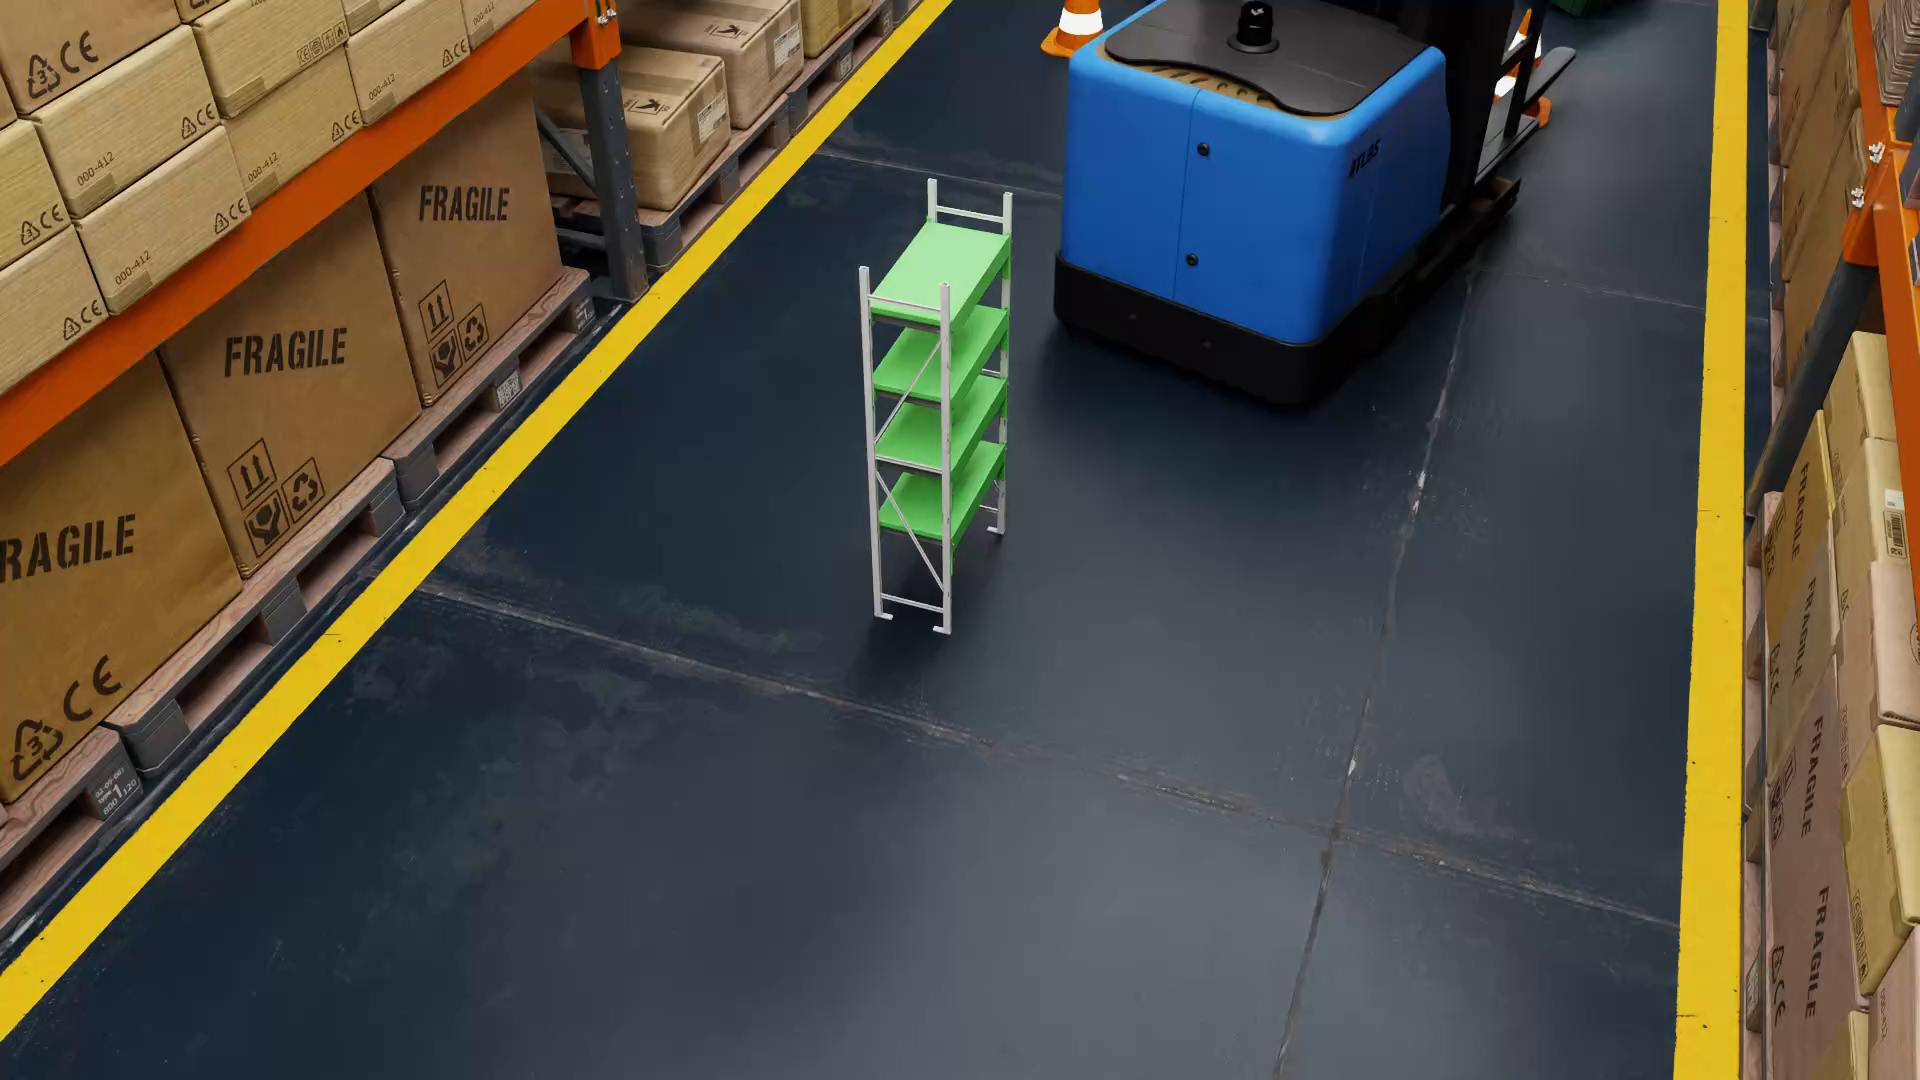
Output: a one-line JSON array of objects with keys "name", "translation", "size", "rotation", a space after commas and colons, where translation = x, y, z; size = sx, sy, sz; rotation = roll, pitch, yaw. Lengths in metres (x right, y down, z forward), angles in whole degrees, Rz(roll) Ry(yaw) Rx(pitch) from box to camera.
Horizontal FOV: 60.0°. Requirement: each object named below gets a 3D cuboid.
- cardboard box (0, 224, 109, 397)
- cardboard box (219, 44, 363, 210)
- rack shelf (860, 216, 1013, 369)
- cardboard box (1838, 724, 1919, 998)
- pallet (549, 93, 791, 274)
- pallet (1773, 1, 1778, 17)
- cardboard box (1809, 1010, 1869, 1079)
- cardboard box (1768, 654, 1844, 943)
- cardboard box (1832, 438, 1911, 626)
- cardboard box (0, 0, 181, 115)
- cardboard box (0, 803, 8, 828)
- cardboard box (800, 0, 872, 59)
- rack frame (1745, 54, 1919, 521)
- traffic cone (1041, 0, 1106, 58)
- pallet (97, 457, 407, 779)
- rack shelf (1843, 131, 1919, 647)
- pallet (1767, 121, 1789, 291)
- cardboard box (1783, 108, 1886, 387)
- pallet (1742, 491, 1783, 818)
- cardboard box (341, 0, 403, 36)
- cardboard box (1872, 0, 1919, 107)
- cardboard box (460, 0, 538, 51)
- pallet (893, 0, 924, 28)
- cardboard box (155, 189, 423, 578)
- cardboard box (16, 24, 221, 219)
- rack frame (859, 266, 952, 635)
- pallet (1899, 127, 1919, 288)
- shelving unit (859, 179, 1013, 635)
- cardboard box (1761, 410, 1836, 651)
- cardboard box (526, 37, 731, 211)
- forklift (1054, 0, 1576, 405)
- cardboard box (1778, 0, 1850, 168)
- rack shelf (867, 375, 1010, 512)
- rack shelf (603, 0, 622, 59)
[{"name": "cardboard box", "translation": [-2.283, -0.511, 3.654], "size": [0.500, 0.250, 0.500], "rotation": [13, 42, 15]}, {"name": "cardboard box", "translation": [-1.955, -1.132, 4.381], "size": [0.500, 0.250, 0.500], "rotation": [13, 42, 15]}, {"name": "rack shelf", "translation": [-0.057, -0.672, 4.472], "size": [0.258, 0.148, 0.480], "rotation": [13, 42, 15]}, {"name": "cardboard box", "translation": [2.012, 0.663, 3.187], "size": [0.500, 0.250, 0.500], "rotation": [12, 42, 13]}, {"name": "pallet", "translation": [-1.410, -1.589, 6.950], "size": [1.003, 0.211, 1.213], "rotation": [13, 42, 15]}, {"name": "pallet", "translation": [4.709, -2.962, 8.559], "size": [1.003, 0.211, 1.213], "rotation": [13, 42, 15]}, {"name": "cardboard box", "translation": [1.832, 1.274, 3.048], "size": [0.500, 0.500, 0.500], "rotation": [12, 42, 14]}, {"name": "cardboard box", "translation": [2.186, 0.651, 3.778], "size": [0.500, 0.500, 0.500], "rotation": [12, 42, 14]}, {"name": "cardboard box", "translation": [2.371, 0.046, 3.910], "size": [0.500, 0.250, 0.500], "rotation": [13, 42, 15]}, {"name": "cardboard box", "translation": [-2.134, -1.295, 3.610], "size": [0.500, 0.500, 0.500], "rotation": [13, 42, 14]}, {"name": "cardboard box", "translation": [-2.910, 0.519, 3.644], "size": [0.875, 0.875, 0.875], "rotation": [15, 43, 16]}, {"name": "cardboard box", "translation": [-0.967, -2.589, 7.675], "size": [0.950, 0.372, 0.625], "rotation": [15, 43, 17]}, {"name": "rack frame", "translation": [3.007, -1.136, 4.271], "size": [1.000, 3.000, 0.127], "rotation": [13, 42, 15]}, {"name": "traffic cone", "translation": [0.580, -2.581, 7.919], "size": [0.336, 0.463, 0.334], "rotation": [13, 42, 15]}, {"name": "pallet", "translation": [-2.438, 0.093, 4.978], "size": [1.003, 0.211, 1.213], "rotation": [13, 42, 15]}, {"name": "rack shelf", "translation": [2.323, 0.357, 3.075], "size": [1.077, 0.370, 4.000], "rotation": [13, 42, 15]}, {"name": "pallet", "translation": [3.766, -1.281, 6.589], "size": [1.003, 0.211, 1.213], "rotation": [13, 42, 15]}, {"name": "cardboard box", "translation": [3.300, -0.792, 5.277], "size": [1.050, 0.750, 0.750], "rotation": [13, 42, 14]}, {"name": "pallet", "translation": [2.739, 0.401, 4.618], "size": [1.003, 0.211, 1.213], "rotation": [13, 42, 15]}, {"name": "cardboard box", "translation": [-1.778, -1.641, 4.593], "size": [0.500, 0.250, 0.500], "rotation": [12, 42, 14]}, {"name": "cardboard box", "translation": [2.909, -1.509, 4.630], "size": [0.500, 0.500, 0.500], "rotation": [13, 42, 15]}, {"name": "cardboard box", "translation": [-1.608, -1.750, 5.106], "size": [0.500, 0.250, 0.500], "rotation": [12, 42, 14]}, {"name": "pallet", "translation": [-0.576, -3.077, 8.694], "size": [1.003, 0.211, 1.213], "rotation": [13, 42, 15]}, {"name": "cardboard box", "translation": [-2.302, -0.579, 4.931], "size": [0.875, 0.875, 0.875], "rotation": [14, 42, 16]}, {"name": "cardboard box", "translation": [-2.111, -1.008, 3.850], "size": [0.500, 0.250, 0.500], "rotation": [12, 42, 14]}, {"name": "rack frame", "translation": [-0.140, -0.207, 4.568], "size": [0.240, 1.200, 0.015], "rotation": [13, 42, 15]}, {"name": "pallet", "translation": [2.864, -0.605, 3.796], "size": [1.213, 0.211, 1.003], "rotation": [13, 42, 15]}, {"name": "shelving unit", "translation": [-0.057, -0.355, 4.742], "size": [0.258, 1.200, 0.503], "rotation": [13, 42, 15]}, {"name": "cardboard box", "translation": [2.526, 0.030, 4.507], "size": [0.500, 0.500, 0.500], "rotation": [12, 42, 13]}, {"name": "cardboard box", "translation": [-1.476, -1.676, 6.604], "size": [0.950, 0.372, 0.625], "rotation": [11, 42, 12]}, {"name": "forklift", "translation": [1.618, -2.489, 5.909], "size": [1.130, 2.935, 3.031], "rotation": [25, 47, 27]}, {"name": "cardboard box", "translation": [3.914, -1.894, 6.569], "size": [1.050, 0.750, 0.750], "rotation": [13, 42, 15]}, {"name": "rack shelf", "translation": [-0.057, -0.307, 4.784], "size": [0.258, 0.148, 0.480], "rotation": [13, 42, 15]}, {"name": "rack shelf", "translation": [-0.995, -3.120, 7.150], "size": [1.077, 0.370, 4.000], "rotation": [13, 42, 15]}]
